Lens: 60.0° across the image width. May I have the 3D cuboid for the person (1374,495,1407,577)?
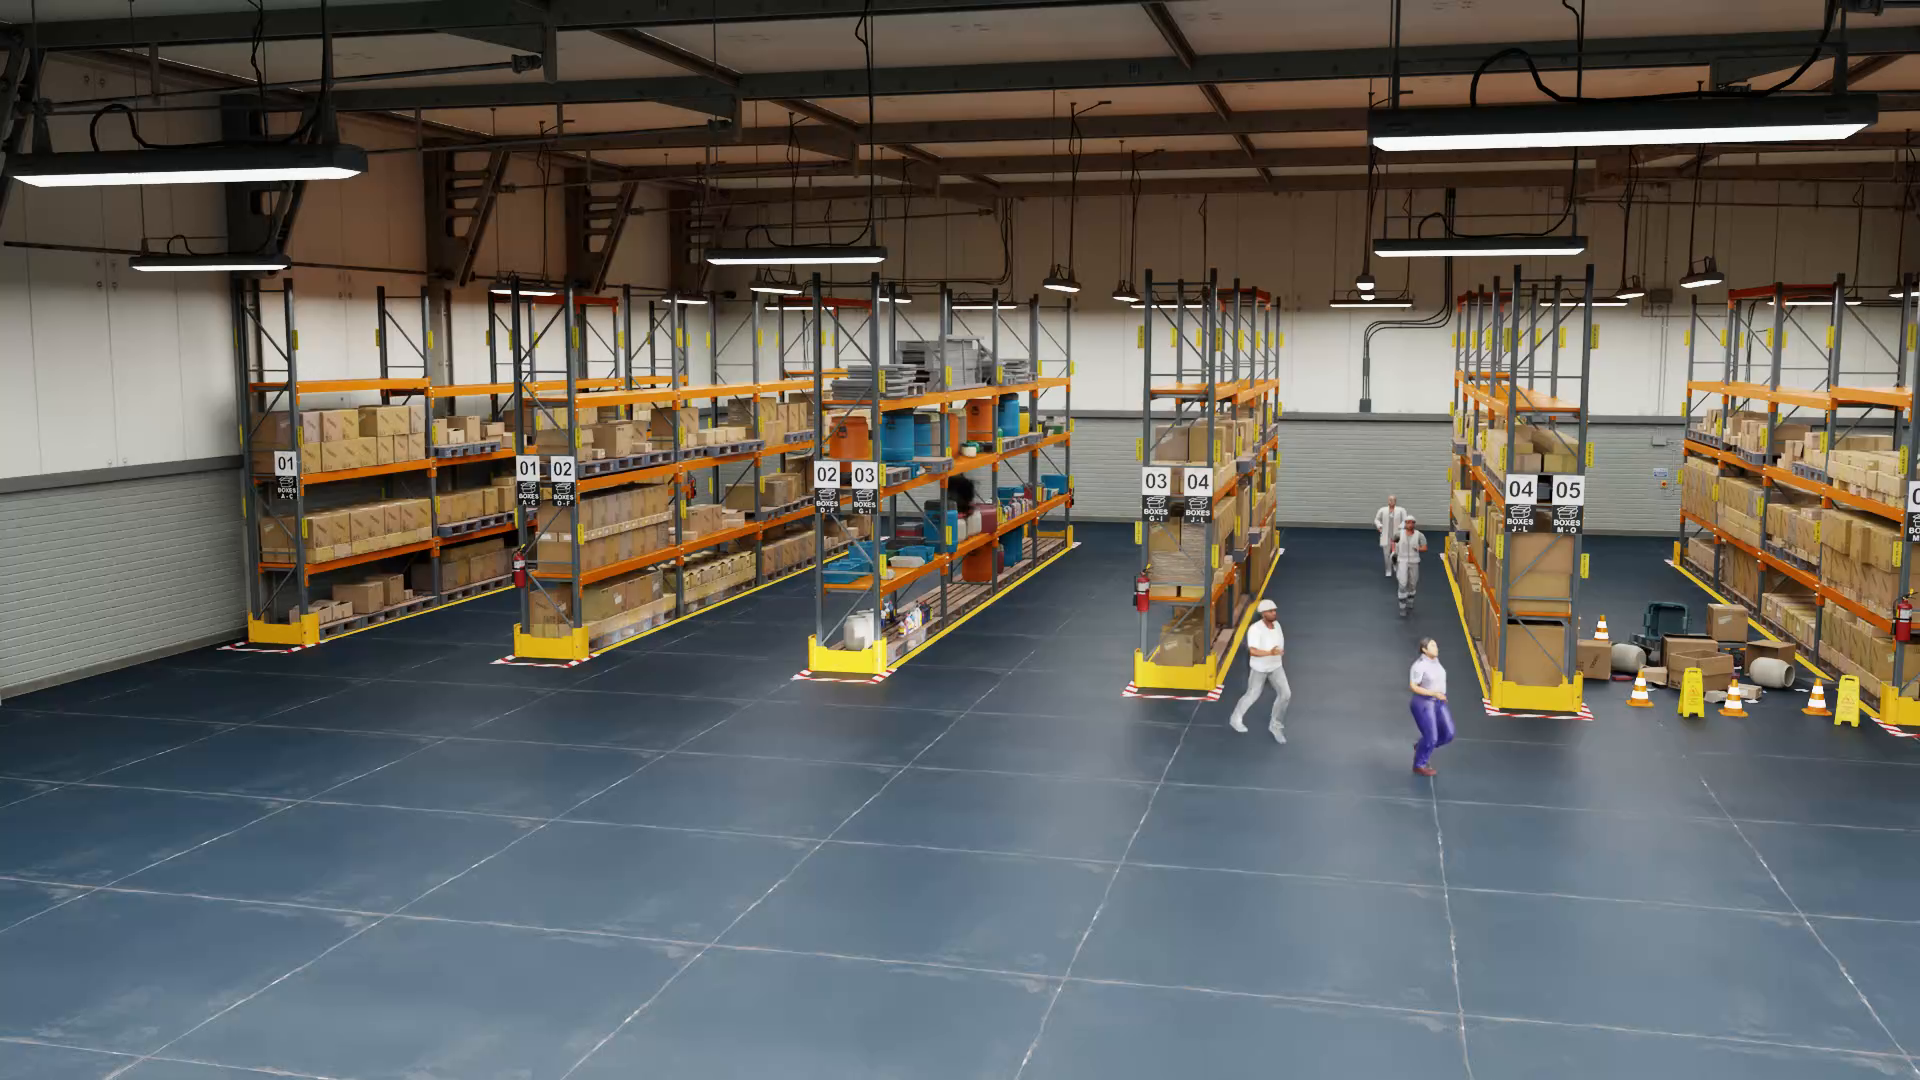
[{"bbox_3d":[9.152,-0.095,35.365,0.688,1.724,0.668,2,7,17],"label":"person"}]

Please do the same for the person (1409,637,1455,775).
[{"bbox_3d":[5.440,1.922,19.165,0.598,1.587,0.557,-6,9,-41],"label":"person"}]

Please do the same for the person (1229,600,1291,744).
[{"bbox_3d":[3.829,1.636,20.896,0.713,1.818,0.896,-5,8,-34],"label":"person"}]

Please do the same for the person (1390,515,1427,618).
[{"bbox_3d":[8.201,0.457,30.428,0.654,1.834,0.835,1,7,12],"label":"person"}]
